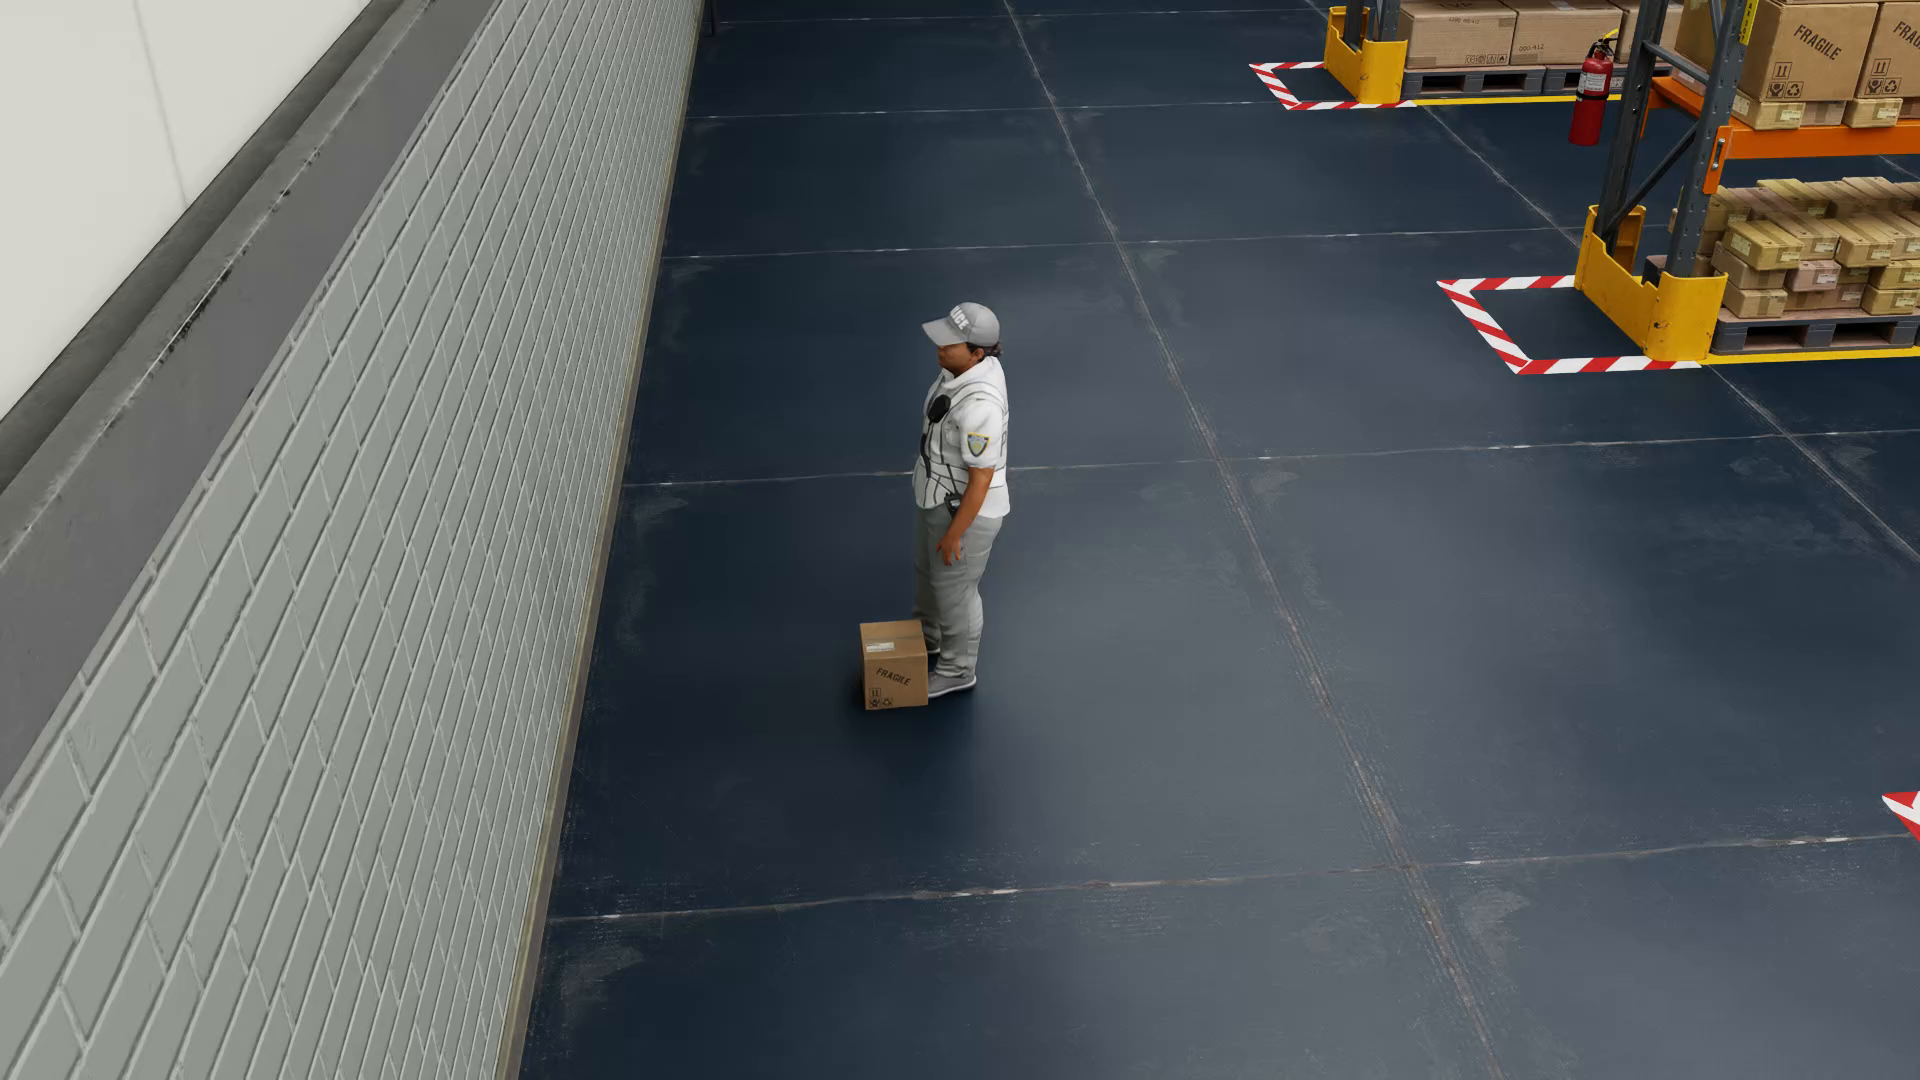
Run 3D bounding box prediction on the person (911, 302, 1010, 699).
[{"bbox_3d":[-0.084,-0.144,6.348,0.529,1.670,0.598,-3,31,-4],"label":"person"}]
